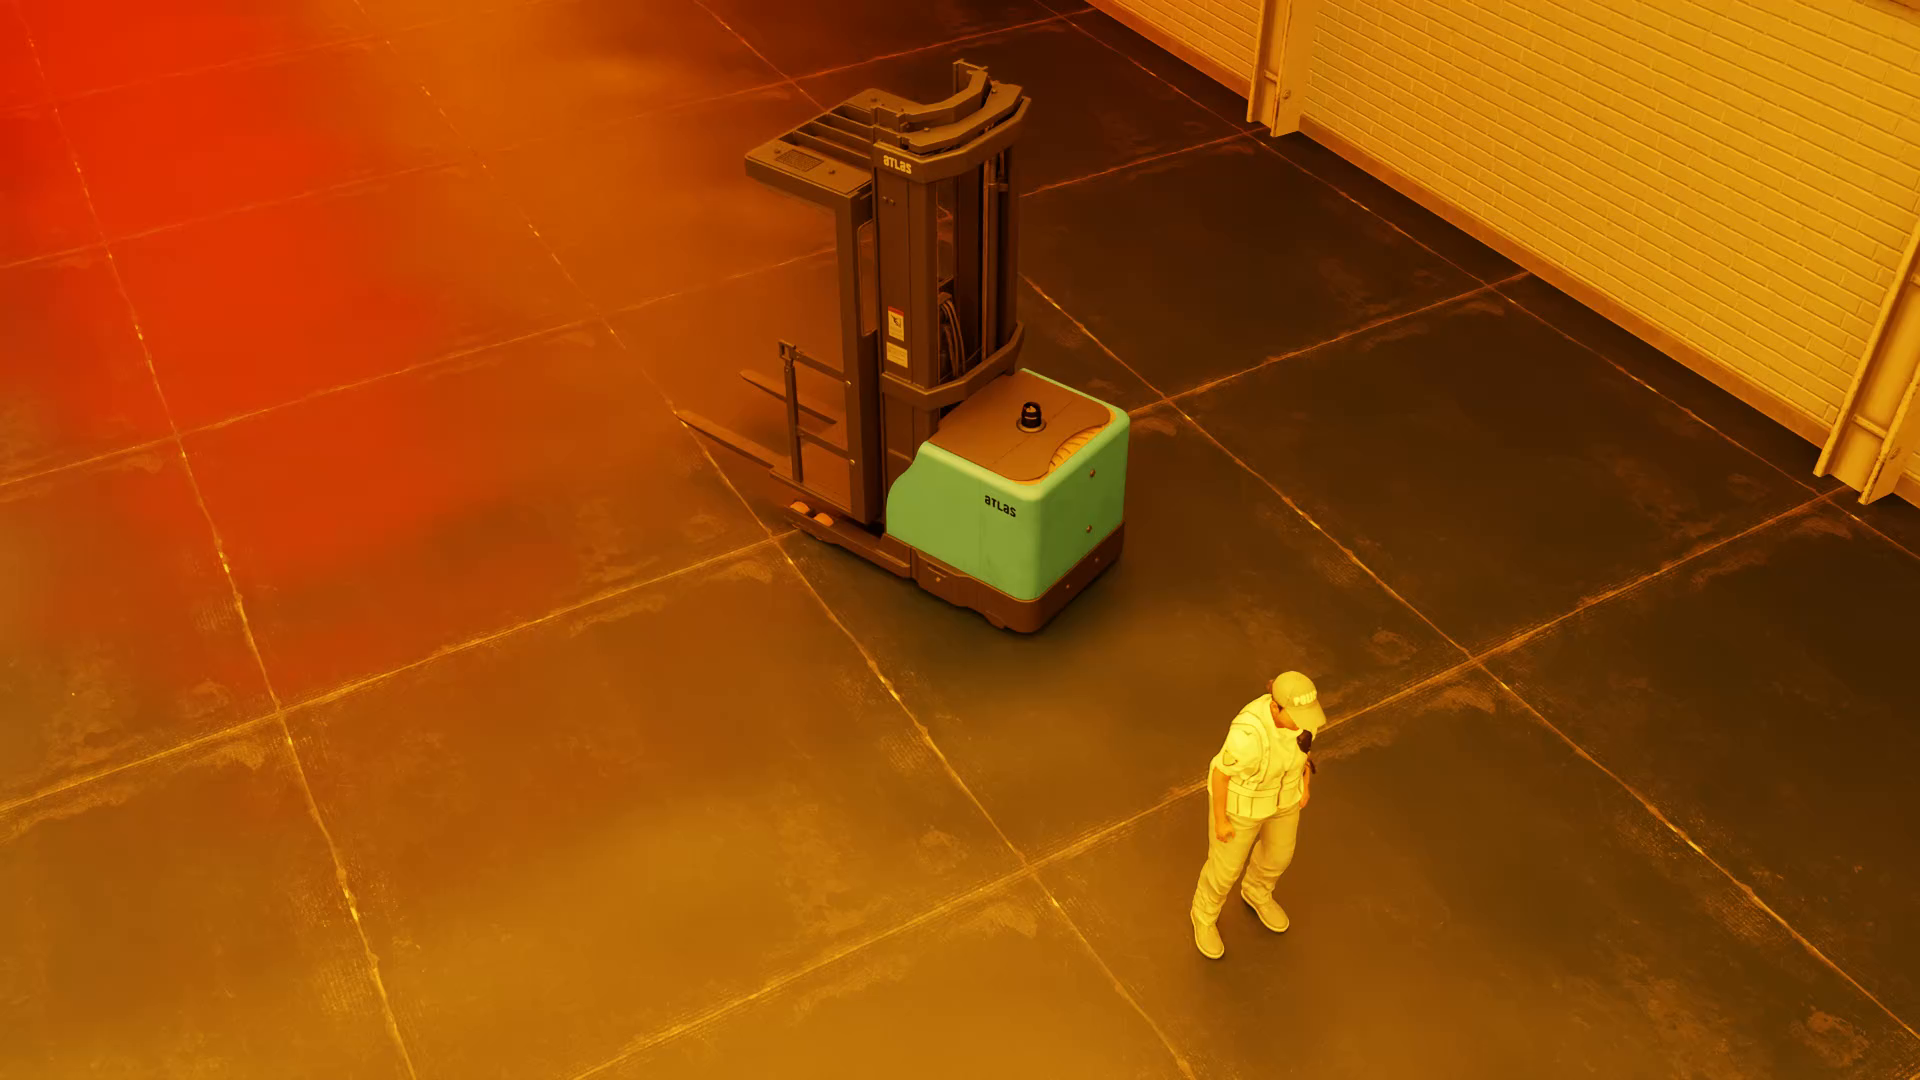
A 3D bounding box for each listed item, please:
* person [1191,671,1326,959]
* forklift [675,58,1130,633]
[{"bbox_3d":[1.364,1.204,7.577,0.564,1.666,0.469,-18,43,-20],"label":"person"},{"bbox_3d":[-0.481,-1.366,9.683,3.031,2.935,1.130,26,46,28],"label":"forklift"}]
